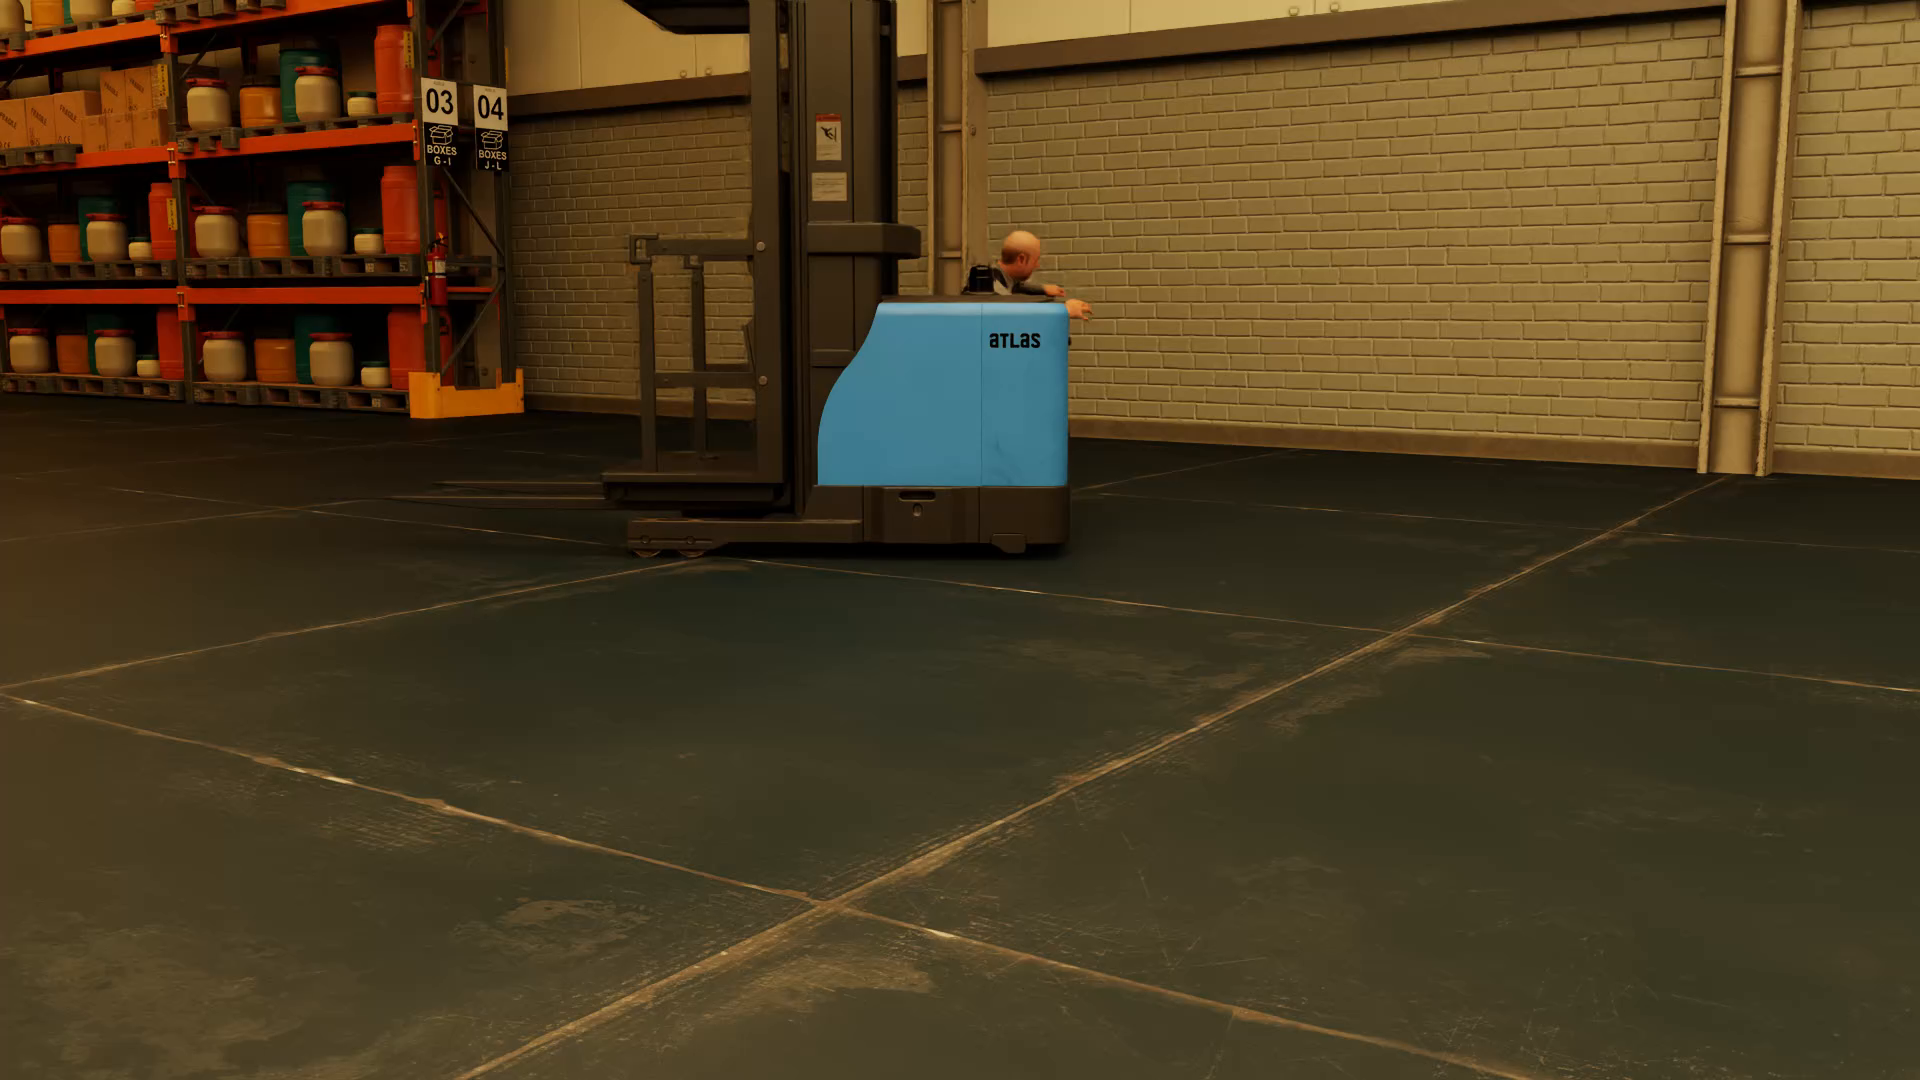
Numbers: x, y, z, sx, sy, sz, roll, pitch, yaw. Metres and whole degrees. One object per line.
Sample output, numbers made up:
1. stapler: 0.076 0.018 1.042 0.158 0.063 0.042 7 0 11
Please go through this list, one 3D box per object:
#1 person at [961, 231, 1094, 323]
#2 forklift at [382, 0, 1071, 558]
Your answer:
1. person: 0.297 -0.859 8.546 0.793 1.438 1.577 1 8 10
2. forklift: -1.019 -1.449 7.385 3.031 2.935 1.130 1 8 4
